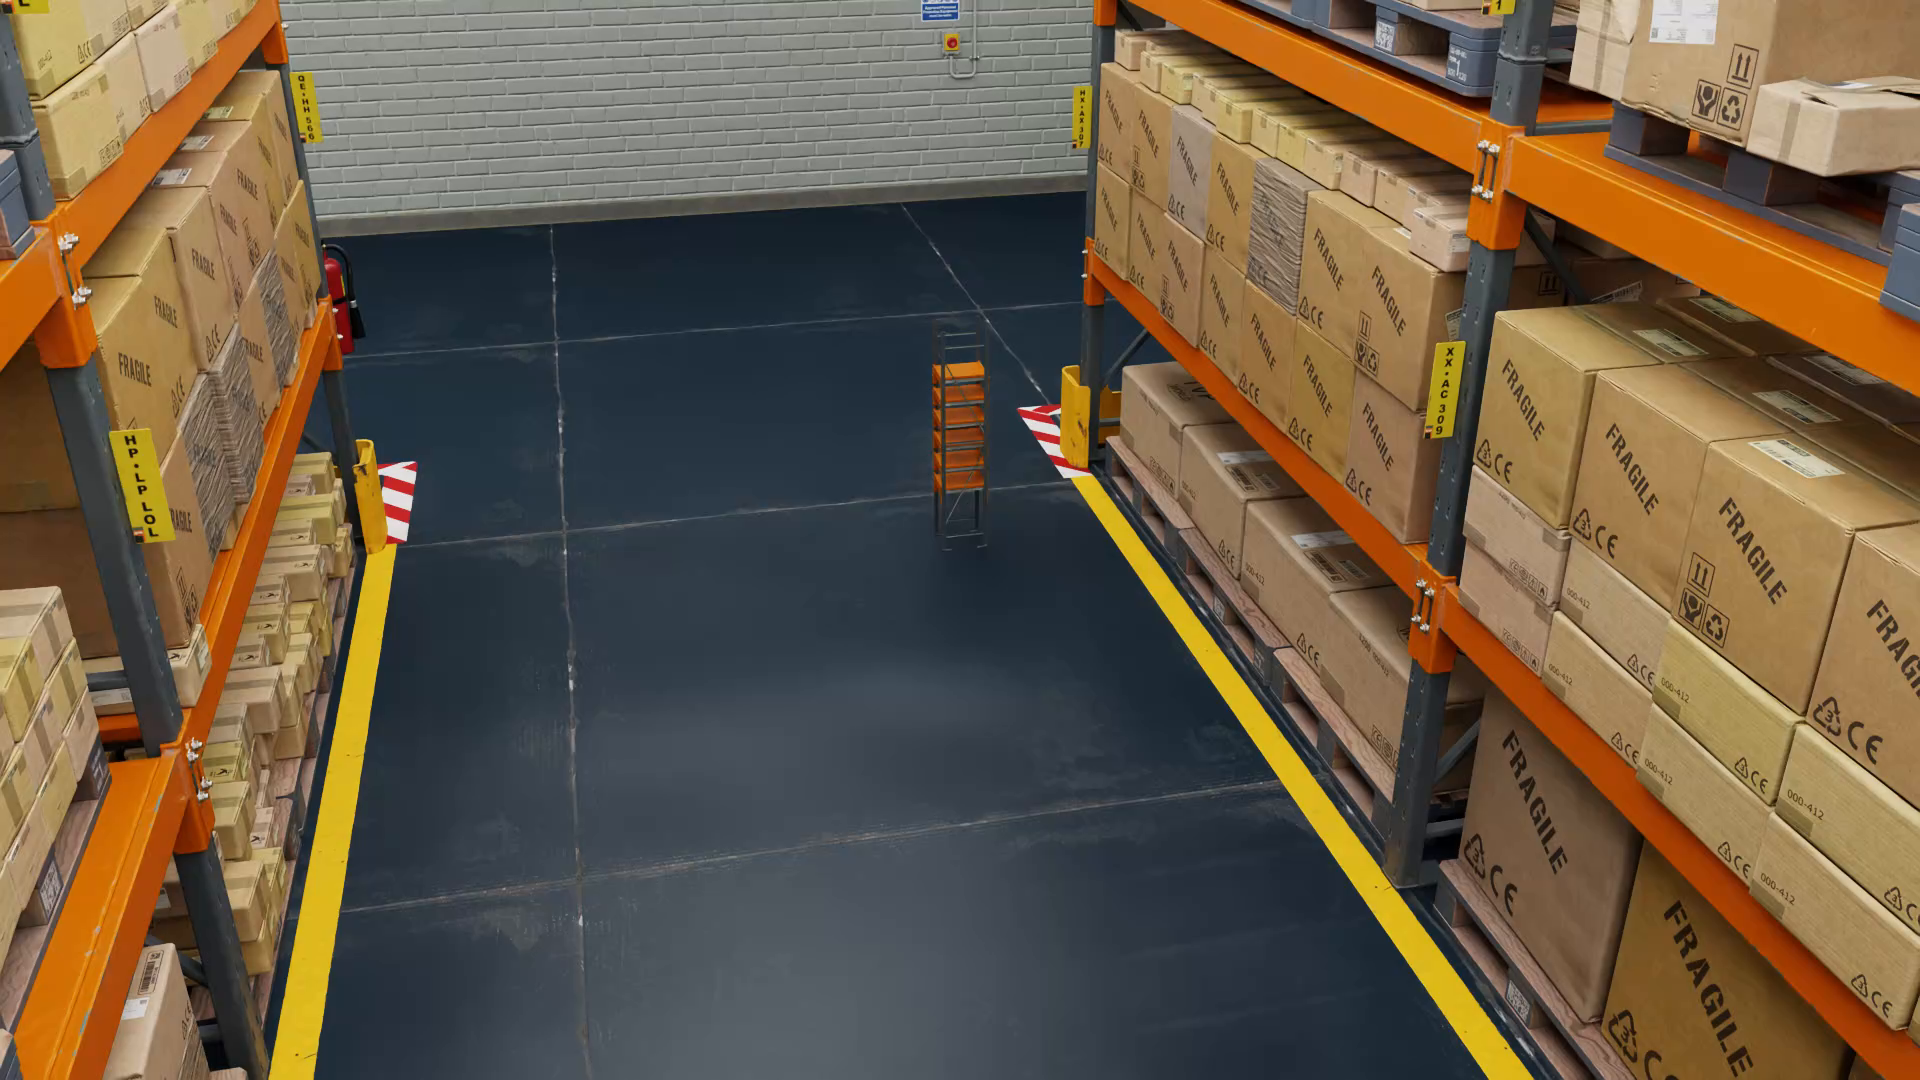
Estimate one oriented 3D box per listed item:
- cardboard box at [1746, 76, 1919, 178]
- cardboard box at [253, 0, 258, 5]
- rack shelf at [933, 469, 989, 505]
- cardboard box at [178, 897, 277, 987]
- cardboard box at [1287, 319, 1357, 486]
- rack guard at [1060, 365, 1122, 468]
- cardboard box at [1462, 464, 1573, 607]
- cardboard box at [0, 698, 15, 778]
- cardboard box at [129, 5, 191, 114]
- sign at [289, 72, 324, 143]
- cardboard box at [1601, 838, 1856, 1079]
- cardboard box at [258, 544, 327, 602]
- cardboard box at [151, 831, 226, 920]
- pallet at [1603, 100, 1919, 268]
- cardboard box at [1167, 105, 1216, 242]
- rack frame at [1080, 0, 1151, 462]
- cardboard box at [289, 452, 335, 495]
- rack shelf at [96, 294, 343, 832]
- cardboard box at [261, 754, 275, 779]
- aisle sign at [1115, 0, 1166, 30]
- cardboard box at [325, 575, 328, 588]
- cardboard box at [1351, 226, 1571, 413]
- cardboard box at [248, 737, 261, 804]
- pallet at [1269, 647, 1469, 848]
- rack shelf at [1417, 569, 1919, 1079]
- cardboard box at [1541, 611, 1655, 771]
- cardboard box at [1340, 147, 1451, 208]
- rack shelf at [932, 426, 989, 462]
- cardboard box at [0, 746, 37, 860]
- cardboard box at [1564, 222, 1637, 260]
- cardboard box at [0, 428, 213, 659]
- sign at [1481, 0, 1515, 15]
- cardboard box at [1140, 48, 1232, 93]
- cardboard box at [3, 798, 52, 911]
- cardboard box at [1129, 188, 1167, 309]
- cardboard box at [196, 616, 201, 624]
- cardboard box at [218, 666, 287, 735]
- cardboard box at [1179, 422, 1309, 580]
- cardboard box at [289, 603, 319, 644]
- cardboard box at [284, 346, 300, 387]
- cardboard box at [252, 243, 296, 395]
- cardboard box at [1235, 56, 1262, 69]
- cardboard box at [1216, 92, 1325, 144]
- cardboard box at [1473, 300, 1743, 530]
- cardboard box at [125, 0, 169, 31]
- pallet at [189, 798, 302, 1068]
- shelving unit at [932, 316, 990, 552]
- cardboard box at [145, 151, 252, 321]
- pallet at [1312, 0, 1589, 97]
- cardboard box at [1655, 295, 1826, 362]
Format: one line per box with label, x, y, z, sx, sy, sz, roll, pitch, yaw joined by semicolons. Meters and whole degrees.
cardboard box;2.034;-0.944;3.756;0.380;0.166;0.250;-8;28;-15
cardboard box;-3.251;-2.421;7.056;0.500;0.250;0.500;-7;28;-13
rack shelf;0.003;-0.275;8.595;0.258;0.103;0.180;-6;27;-12
cardboard box;-2.479;1.327;5.490;0.380;0.149;0.250;-7;28;-14
cardboard box;1.615;-0.561;6.421;0.500;0.500;0.500;-7;28;-13
rack guard;1.183;-0.764;9.708;1.175;0.500;0.348;-6;27;-12
cardboard box;1.915;-0.048;5.127;0.500;0.250;0.500;-7;28;-13
cardboard box;-2.311;0.481;3.621;0.380;0.149;0.250;-7;28;-13
cardboard box;-2.777;-1.518;5.266;0.500;0.250;0.500;-5;27;-9
sign;-3.066;-2.028;7.803;0.100;0.325;0.005;-6;27;-12
cardboard box;2.519;1.308;4.722;0.875;0.875;0.875;-5;27;-10
cardboard box;-2.951;0.154;7.155;0.380;0.149;0.250;-5;27;-10
cardboard box;-2.586;1.081;5.316;0.380;0.149;0.250;-5;27;-9
pallet;2.345;-0.969;4.225;0.805;0.209;1.217;-7;28;-14
cardboard box;1.266;-1.669;7.508;0.500;0.500;0.500;-6;27;-12
rack frame;1.189;-1.869;9.124;1.000;3.000;0.127;-6;27;-12
cardboard box;-3.245;-0.296;8.045;0.380;0.149;0.250;-6;27;-11
rack shelf;-3.161;-0.123;6.463;1.077;0.370;4.000;-6;27;-12
cardboard box;-2.846;0.885;6.365;0.380;0.149;0.250;-7;28;-14
aisle sign;0.890;-3.032;8.543;0.394;0.787;0.004;-6;27;-12
cardboard box;-3.157;0.200;7.722;0.380;0.149;0.250;-6;27;-12
cardboard box;1.715;-0.783;5.752;0.500;0.500;0.500;-6;27;-12
cardboard box;-2.772;0.871;6.064;0.380;0.149;0.250;-7;28;-14
pallet;1.995;0.790;6.951;1.003;0.211;1.213;-6;27;-12
rack shelf;2.541;1.086;4.068;1.077;0.370;4.000;-6;27;-12
cardboard box;2.050;0.401;4.793;0.500;0.250;0.500;-7;28;-13
cardboard box;1.636;-1.343;6.142;0.380;0.149;0.250;-6;27;-12
rack shelf;0.003;-0.490;8.487;0.258;0.103;0.180;-6;27;-12
cardboard box;-2.314;0.605;3.705;0.380;0.149;0.250;-5;27;-9
cardboard box;2.272;-1.059;5.578;0.380;0.149;0.250;-6;27;-12
cardboard box;-2.576;0.013;4.953;0.500;0.500;0.500;-6;27;-13
sign;1.550;-1.661;4.722;0.100;0.325;0.005;-6;27;-12
cardboard box;1.074;-2.232;7.903;0.380;0.149;0.250;-5;27;-10
cardboard box;-2.314;0.736;3.775;0.380;0.149;0.250;-6;27;-12
cardboard box;1.158;-1.455;8.192;0.500;0.500;0.500;-6;27;-12
cardboard box;-2.585;0.283;5.140;0.380;0.149;0.250;-5;27;-10
cardboard box;-2.754;0.616;6.238;0.380;0.149;0.250;-5;27;-10
cardboard box;1.649;-0.232;8.259;0.875;0.438;0.875;-5;27;-10
cardboard box;-2.926;0.401;6.993;0.380;0.149;0.250;-5;27;-9
cardboard box;-3.092;-0.764;7.214;0.380;0.149;0.250;-5;27;-10
cardboard box;-3.025;-0.880;6.724;0.500;0.500;0.500;-6;27;-11
cardboard box;1.545;-2.403;8.242;0.380;0.149;0.250;-5;27;-11
cardboard box;1.307;-1.781;7.008;0.380;0.149;0.250;-7;28;-13
cardboard box;1.909;-0.382;4.957;0.500;0.500;0.500;-6;27;-11
cardboard box;-2.792;-1.739;5.148;0.500;0.250;0.500;-5;27;-11
pallet;-2.896;1.388;5.767;1.003;0.211;1.213;-6;27;-12
shelving unit;0.003;-0.529;8.467;0.258;1.200;0.189;-6;27;-12
cardboard box;-2.903;-1.089;6.027;0.500;0.500;0.500;-7;28;-13
pallet;1.916;-1.773;5.703;1.003;0.211;1.213;-6;27;-12
cardboard box;2.435;-0.433;5.059;0.500;0.500;0.500;-5;27;-10
